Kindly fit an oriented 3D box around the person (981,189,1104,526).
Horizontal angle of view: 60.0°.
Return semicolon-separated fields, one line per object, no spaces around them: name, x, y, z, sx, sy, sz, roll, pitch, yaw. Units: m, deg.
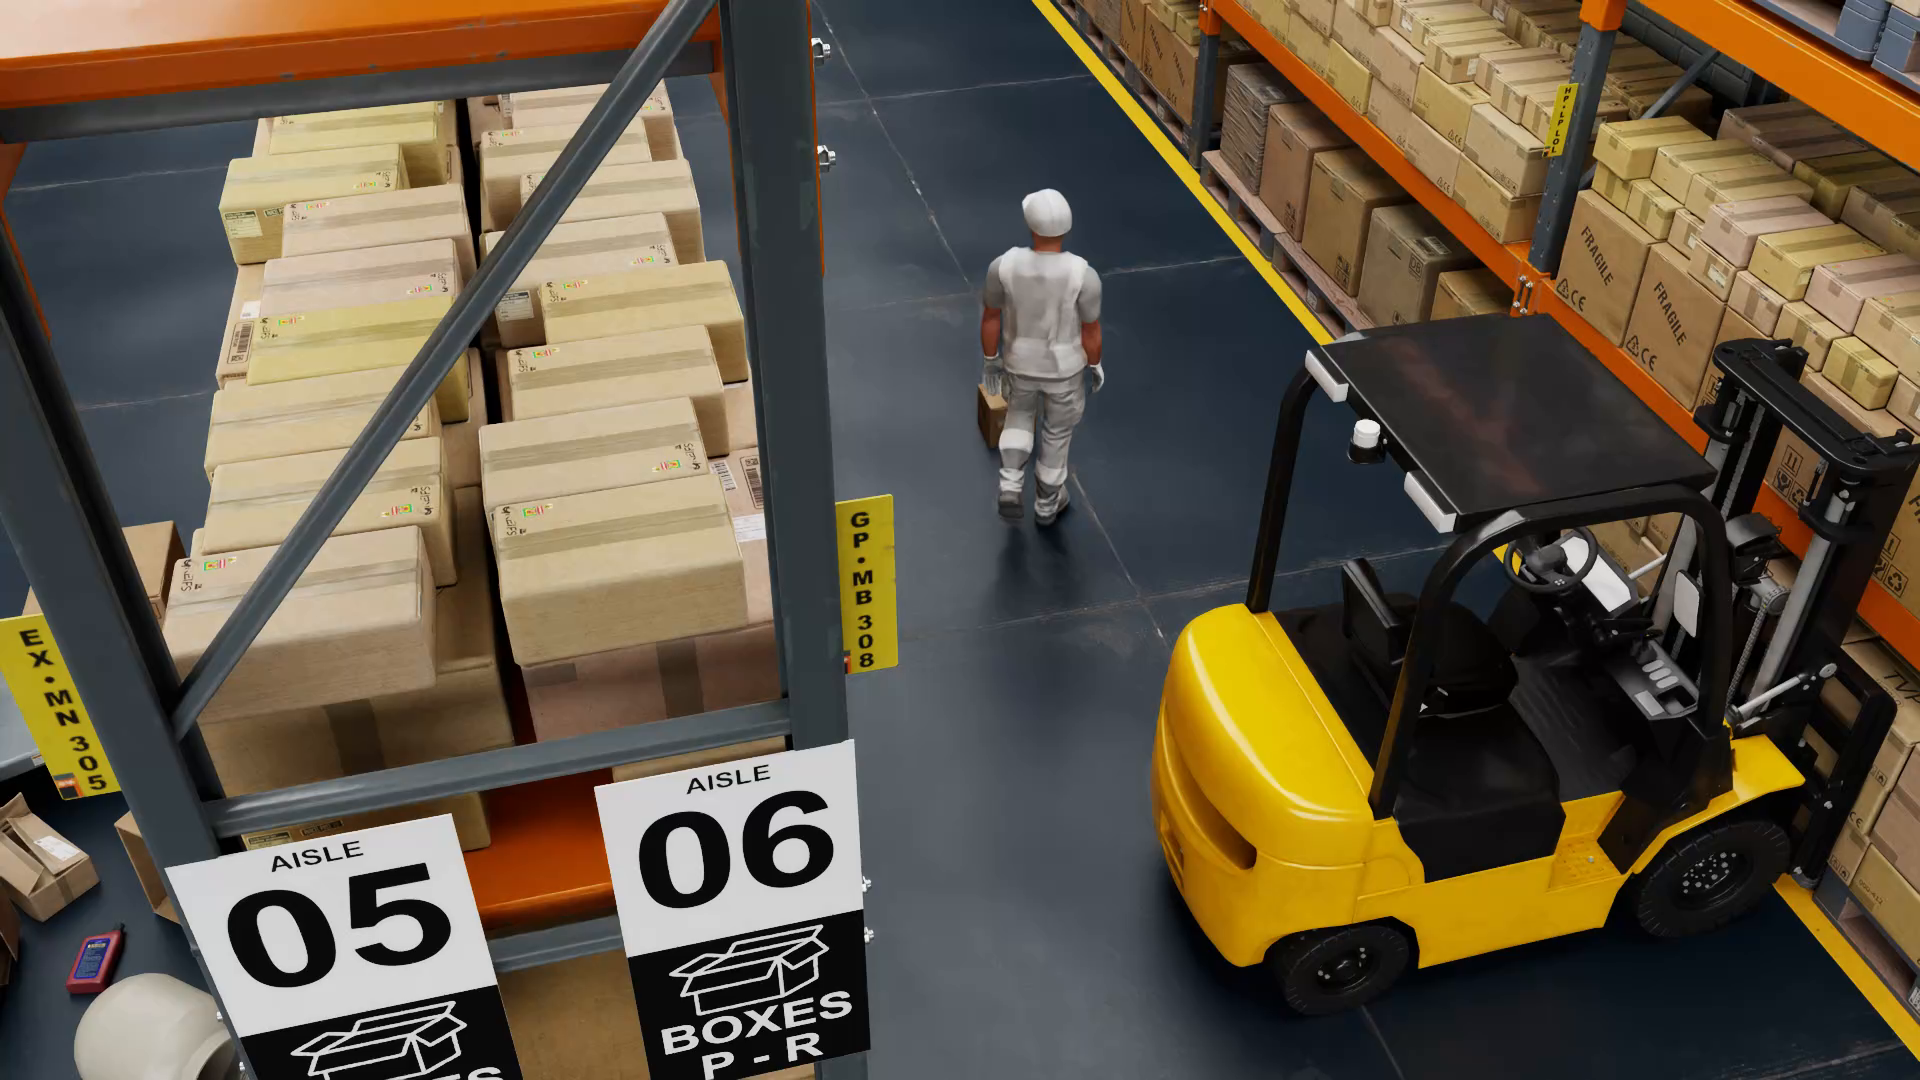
person;0.381;-0.813;7.711;0.556;1.784;0.505;12;39;15
